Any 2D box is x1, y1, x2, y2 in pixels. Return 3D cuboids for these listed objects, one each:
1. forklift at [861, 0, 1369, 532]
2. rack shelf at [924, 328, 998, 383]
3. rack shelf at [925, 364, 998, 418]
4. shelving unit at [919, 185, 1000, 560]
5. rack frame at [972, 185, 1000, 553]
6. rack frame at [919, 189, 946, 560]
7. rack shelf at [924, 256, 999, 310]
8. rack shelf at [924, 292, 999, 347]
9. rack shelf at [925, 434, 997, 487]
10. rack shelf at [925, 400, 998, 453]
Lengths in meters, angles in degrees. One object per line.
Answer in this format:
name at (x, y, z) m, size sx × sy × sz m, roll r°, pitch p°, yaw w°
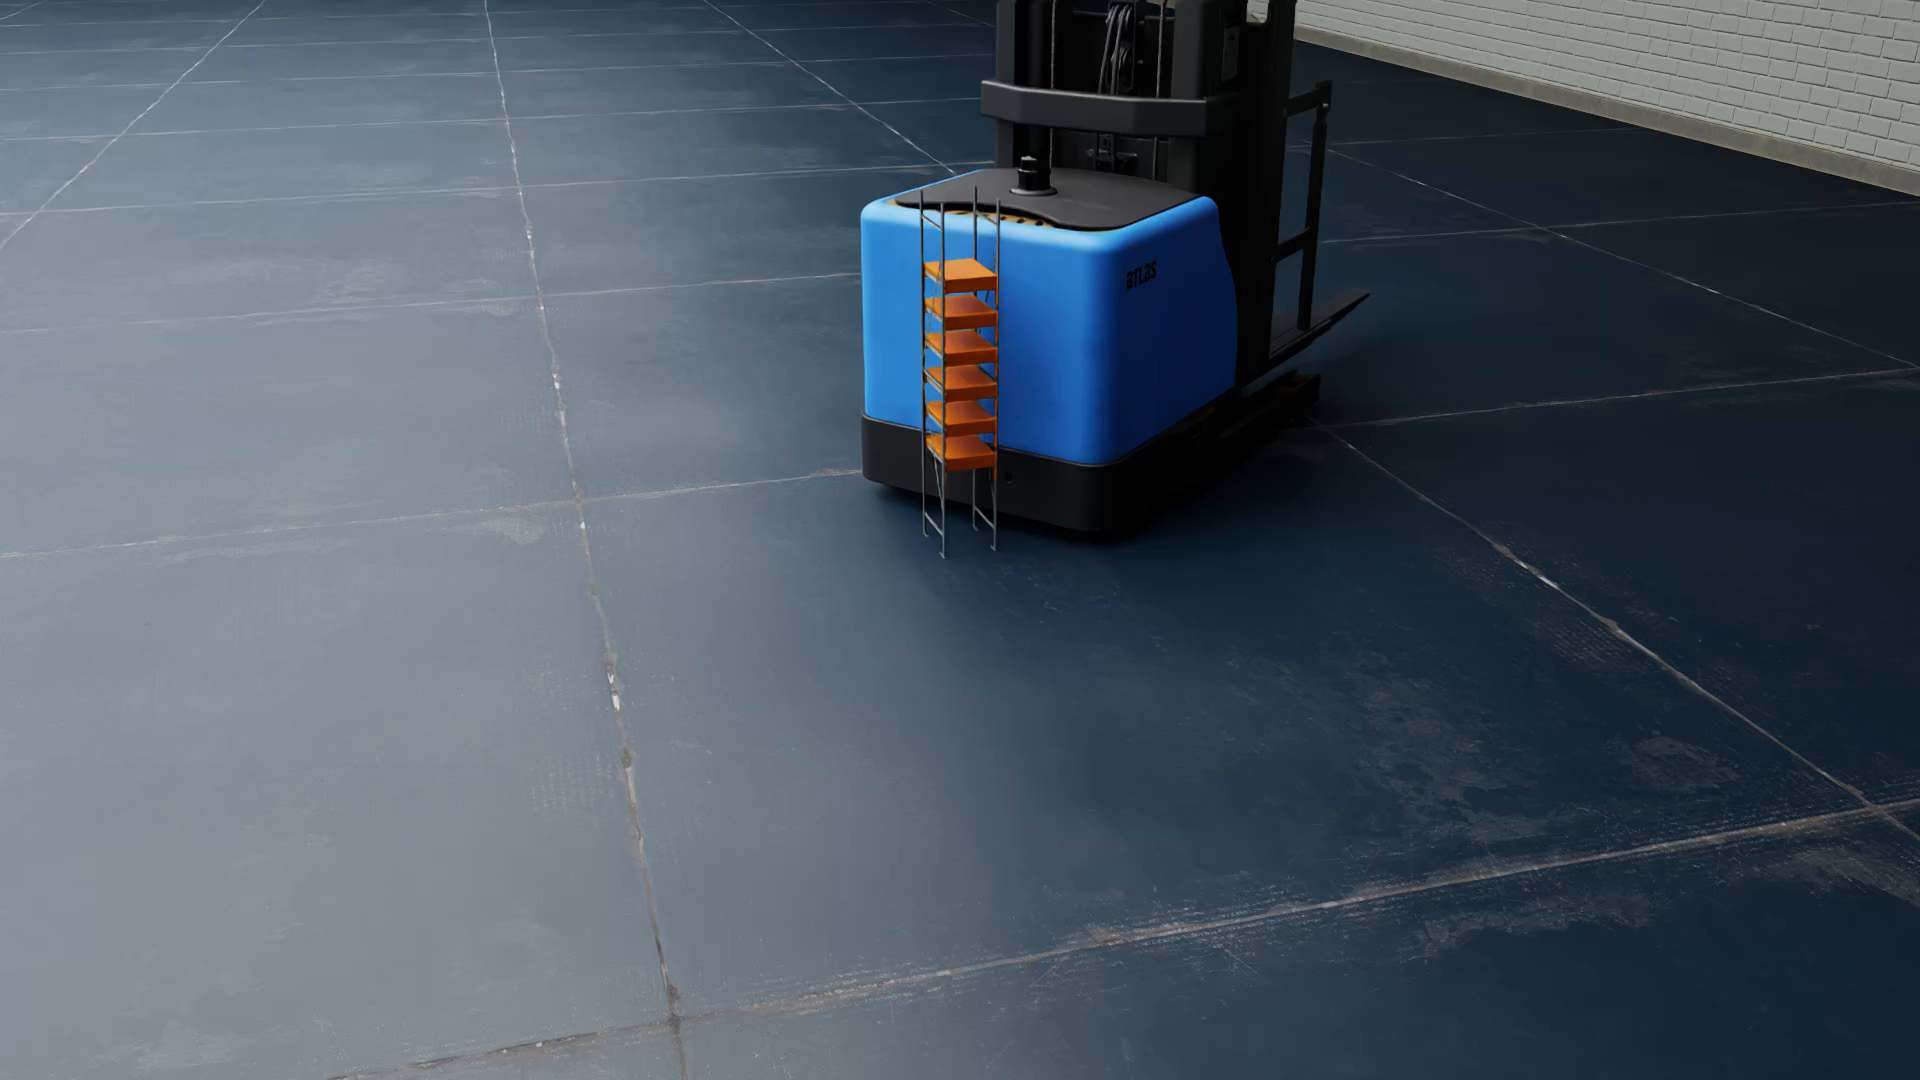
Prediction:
forklift at (0.860, -1.905, 6.472) m, size 1.130 × 2.935 × 3.031 m, roll 14°, pitch 27°, yaw 30°
rack shelf at (-0.002, -0.610, 5.457) m, size 0.180 × 0.103 × 0.258 m, roll -8°, pitch 25°, yaw -17°
rack shelf at (-0.002, -0.500, 5.504) m, size 0.180 × 0.103 × 0.258 m, roll -8°, pitch 25°, yaw -17°
shelving unit at (-0.002, -0.541, 5.487) m, size 0.189 × 1.200 × 0.258 m, roll -8°, pitch 25°, yaw -17°
rack frame at (0.084, -0.552, 5.514) m, size 0.006 × 1.200 × 0.240 m, roll -8°, pitch 25°, yaw -17°
rack frame at (-0.089, -0.529, 5.460) m, size 0.006 × 1.200 × 0.240 m, roll -8°, pitch 25°, yaw -17°
rack shelf at (-0.002, -0.830, 5.362) m, size 0.180 × 0.103 × 0.258 m, roll -8°, pitch 25°, yaw -17°
rack shelf at (-0.002, -0.720, 5.409) m, size 0.180 × 0.103 × 0.258 m, roll -8°, pitch 25°, yaw -17°
rack shelf at (-0.002, -0.279, 5.600) m, size 0.180 × 0.103 × 0.258 m, roll -8°, pitch 25°, yaw -17°
rack shelf at (-0.002, -0.390, 5.552) m, size 0.180 × 0.103 × 0.258 m, roll -8°, pitch 25°, yaw -17°
